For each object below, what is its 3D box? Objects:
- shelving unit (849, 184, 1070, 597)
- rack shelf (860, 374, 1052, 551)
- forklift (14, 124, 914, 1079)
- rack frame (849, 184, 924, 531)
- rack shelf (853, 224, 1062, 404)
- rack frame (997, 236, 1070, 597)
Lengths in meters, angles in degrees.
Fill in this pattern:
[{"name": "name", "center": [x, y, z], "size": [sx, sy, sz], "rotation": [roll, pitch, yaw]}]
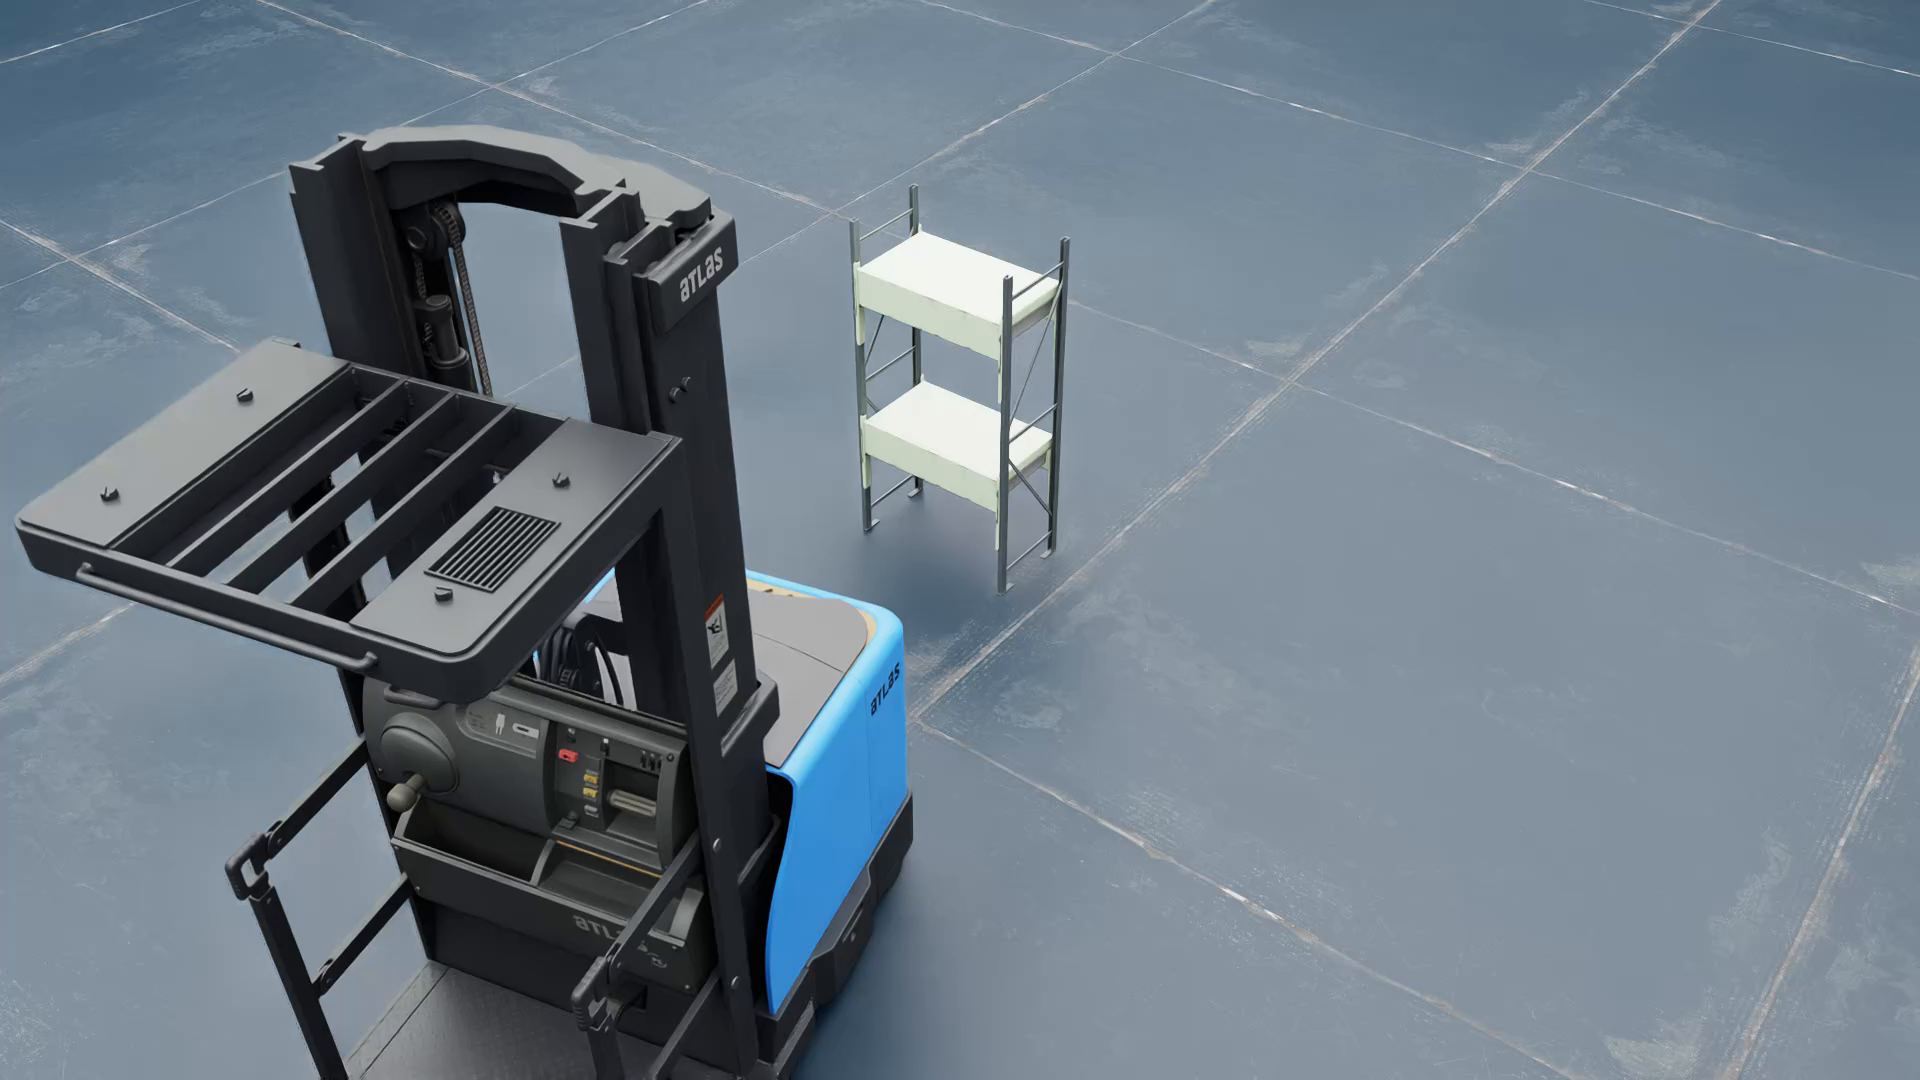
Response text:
[{"name": "shelving unit", "center": [-0.005, -0.593, 6.791], "size": [0.755, 1.500, 0.431], "rotation": [25, 45, 29]}, {"name": "rack shelf", "center": [-0.005, -0.336, 6.992], "size": [0.720, 0.370, 0.431], "rotation": [25, 45, 29]}, {"name": "forklift", "center": [-1.198, 0.640, 4.055], "size": [1.130, 2.935, 3.031], "rotation": [14, 40, 18]}, {"name": "rack frame", "center": [-0.296, -0.730, 6.966], "size": [0.023, 1.500, 0.400], "rotation": [25, 45, 29]}, {"name": "rack shelf", "center": [-0.005, -0.900, 6.550], "size": [0.720, 0.370, 0.431], "rotation": [25, 45, 29]}, {"name": "rack frame", "center": [0.285, -0.456, 6.616], "size": [0.023, 1.500, 0.400], "rotation": [25, 45, 29]}]
